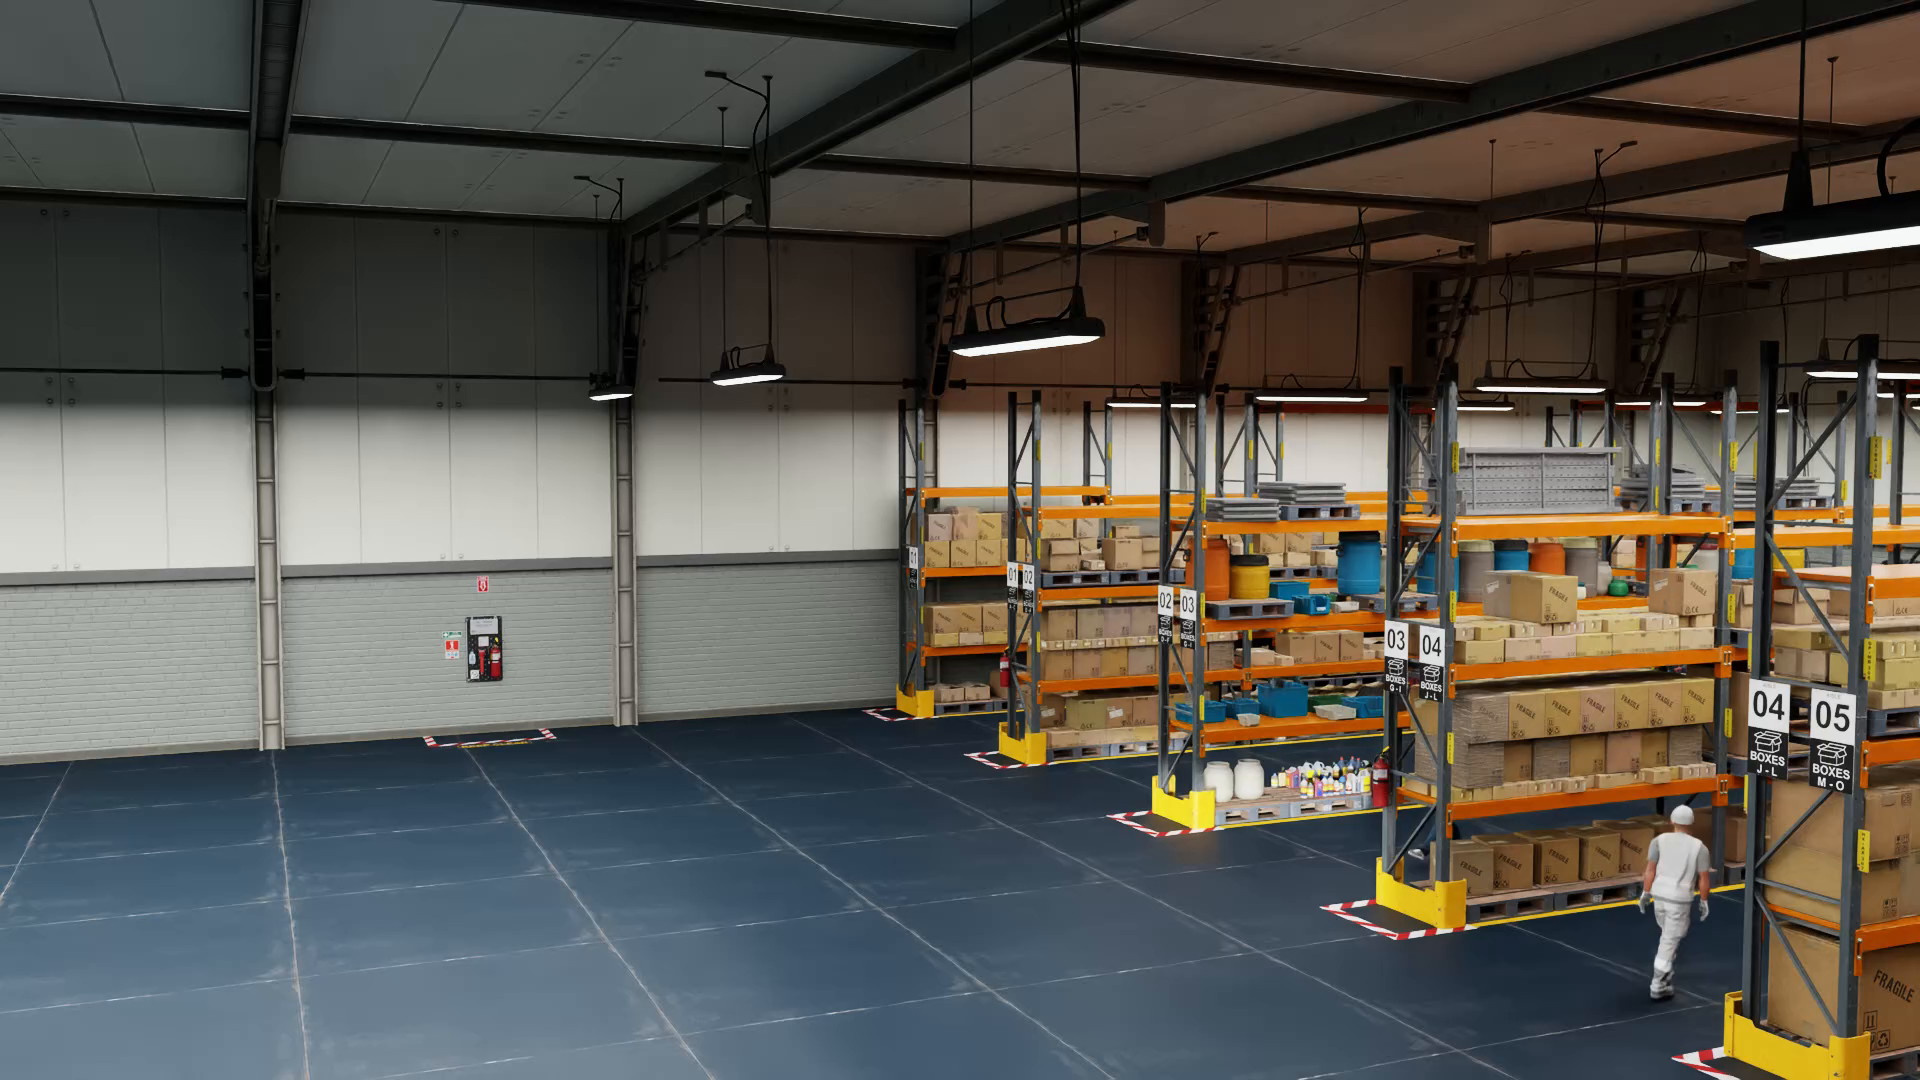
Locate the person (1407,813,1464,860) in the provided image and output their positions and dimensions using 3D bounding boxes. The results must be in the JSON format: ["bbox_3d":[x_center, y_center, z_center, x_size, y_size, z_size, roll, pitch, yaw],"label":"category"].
[{"bbox_3d":[5.869,3.176,20.488,1.014,1.538,0.448,-1,4,-19],"label":"person"}]

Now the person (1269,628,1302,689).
[{"bbox_3d":[6.387,2.361,32.871,1.079,1.706,0.593,-2,4,-32],"label":"person"}]

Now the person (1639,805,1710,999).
[{"bbox_3d":[6.638,3.375,15.459,0.542,1.807,0.508,-2,4,-34],"label":"person"}]
